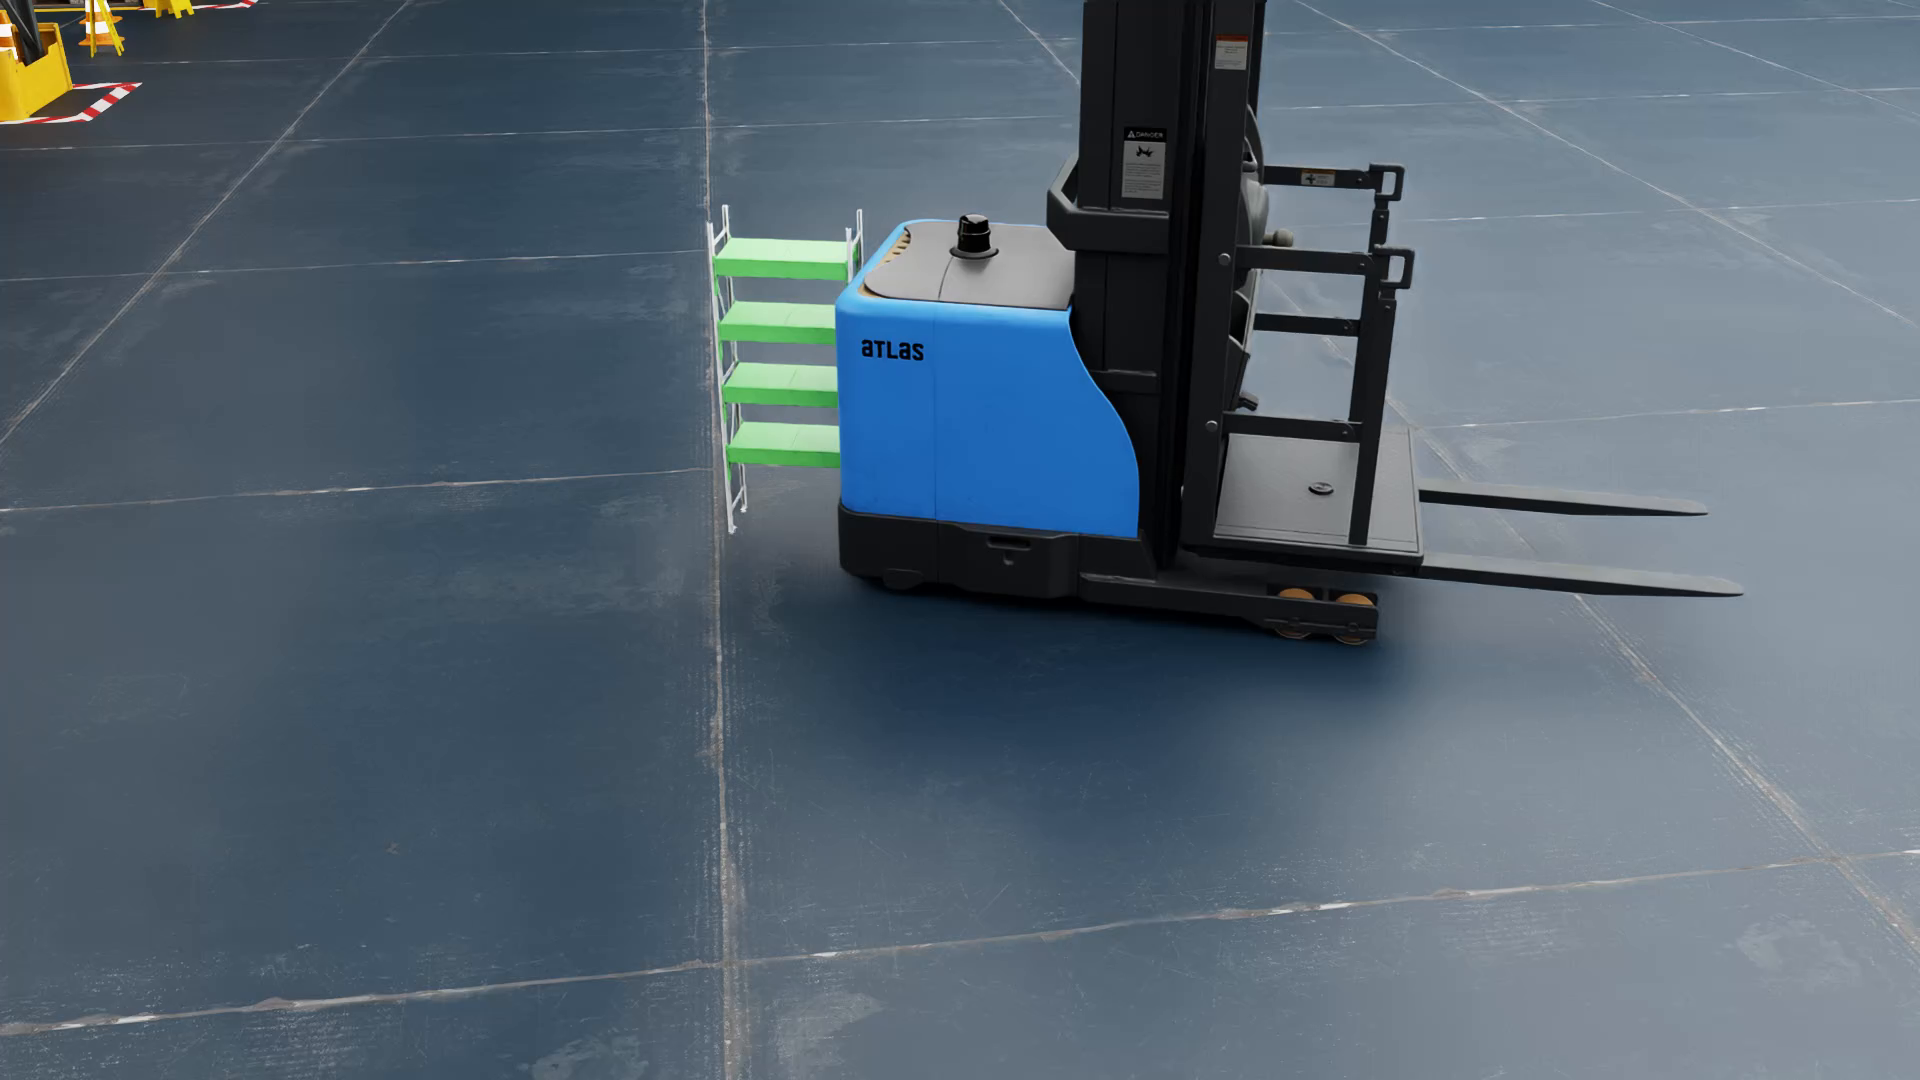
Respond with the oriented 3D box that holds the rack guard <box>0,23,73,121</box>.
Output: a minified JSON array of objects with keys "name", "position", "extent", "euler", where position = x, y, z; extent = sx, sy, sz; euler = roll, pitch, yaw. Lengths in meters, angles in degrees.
[{"name":"rack guard","position":[-7.175,-3.575,12.670],"extent":[0.348,0.500,1.175],"euler":[-4,27,-7]}]

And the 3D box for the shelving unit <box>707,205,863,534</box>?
[{"name":"shelving unit","position":[-0.612,-0.599,6.103],"extent":[0.503,1.200,0.258],"euler":[3,27,6]}]

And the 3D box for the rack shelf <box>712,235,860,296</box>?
[{"name":"rack shelf","position":[-0.612,-0.969,5.913],"extent":[0.480,0.148,0.258],"euler":[3,27,6]}]

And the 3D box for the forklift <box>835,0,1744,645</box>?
[{"name":"forklift","position":[1.141,-1.219,5.415],"extent":[3.031,2.935,1.130],"euler":[5,28,10]}]

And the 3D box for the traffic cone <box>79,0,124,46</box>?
[{"name":"traffic cone","position":[-7.743,-4.698,14.899],"extent":[0.334,0.463,0.336],"euler":[-4,27,-7]}]

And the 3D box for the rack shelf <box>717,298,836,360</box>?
[{"name":"rack shelf","position":[-0.612,-0.755,6.022],"extent":[0.480,0.148,0.258],"euler":[3,27,6]}]

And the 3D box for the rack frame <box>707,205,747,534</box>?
[{"name":"rack frame","position":[-0.854,-0.612,6.128],"extent":[0.015,1.200,0.240],"euler":[3,27,6]}]

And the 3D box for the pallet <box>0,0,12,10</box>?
[{"name":"pallet","position":[-10.079,-5.560,16.855],"extent":[1.213,0.211,1.003],"euler":[-4,27,-7]}]

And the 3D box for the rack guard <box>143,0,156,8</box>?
[{"name":"rack guard","position":[-8.064,-5.800,17.007],"extent":[0.348,0.500,1.175],"euler":[-4,27,-7]}]

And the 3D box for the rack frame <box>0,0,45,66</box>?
[{"name":"rack frame","position":[-7.199,-4.686,12.097],"extent":[0.127,3.000,1.000],"euler":[-4,27,-7]}]

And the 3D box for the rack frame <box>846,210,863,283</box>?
[{"name":"rack frame","position":[-0.370,-0.586,6.077],"extent":[0.015,1.200,0.240],"euler":[3,27,6]}]

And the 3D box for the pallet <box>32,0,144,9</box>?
[{"name":"pallet","position":[-8.873,-5.636,17.003],"extent":[1.213,0.211,1.003],"euler":[-4,27,-7]}]

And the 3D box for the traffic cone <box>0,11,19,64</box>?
[{"name":"traffic cone","position":[-7.922,-4.165,13.861],"extent":[0.334,0.463,0.336],"euler":[-4,27,-7]}]

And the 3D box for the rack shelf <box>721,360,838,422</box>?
[{"name":"rack shelf","position":[-0.612,-0.542,6.132],"extent":[0.480,0.148,0.258],"euler":[3,27,6]}]

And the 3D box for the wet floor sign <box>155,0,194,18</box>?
[{"name":"wet floor sign","position":[-7.651,-5.398,16.064],"extent":[0.232,0.644,0.267],"euler":[6,28,11]}]

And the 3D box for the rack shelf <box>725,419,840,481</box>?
[{"name":"rack shelf","position":[-0.612,-0.328,6.241],"extent":[0.480,0.148,0.258],"euler":[3,27,6]}]

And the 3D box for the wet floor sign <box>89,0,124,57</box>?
[{"name":"wet floor sign","position":[-7.446,-4.535,14.382],"extent":[0.232,0.644,0.267],"euler":[-8,28,-16]}]

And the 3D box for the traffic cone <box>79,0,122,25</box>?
[{"name":"traffic cone","position":[-8.235,-5.178,15.835],"extent":[0.334,0.463,0.336],"euler":[-4,27,-7]}]
